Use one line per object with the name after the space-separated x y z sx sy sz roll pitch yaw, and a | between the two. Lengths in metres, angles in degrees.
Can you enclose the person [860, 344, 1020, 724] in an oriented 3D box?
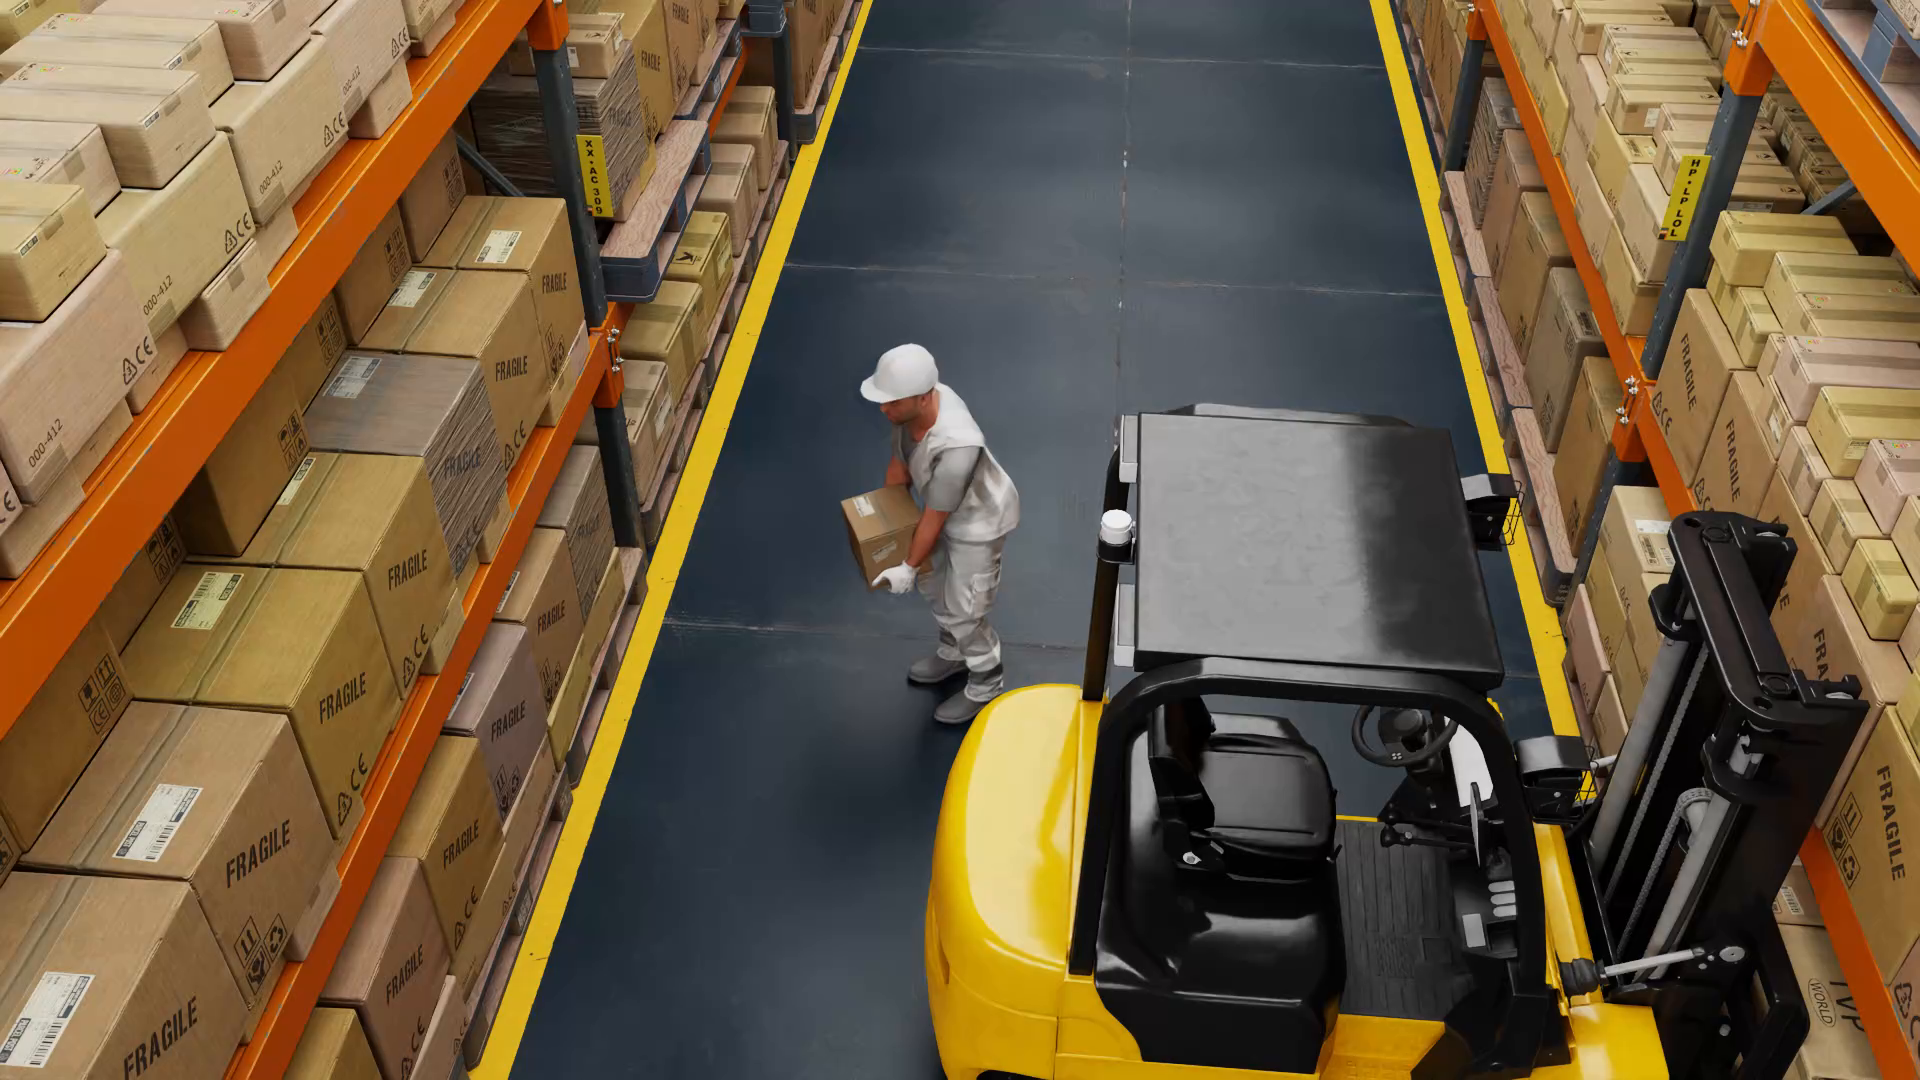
-0.088 -0.022 6.211 0.615 1.726 0.496 -17 43 -19 | person
